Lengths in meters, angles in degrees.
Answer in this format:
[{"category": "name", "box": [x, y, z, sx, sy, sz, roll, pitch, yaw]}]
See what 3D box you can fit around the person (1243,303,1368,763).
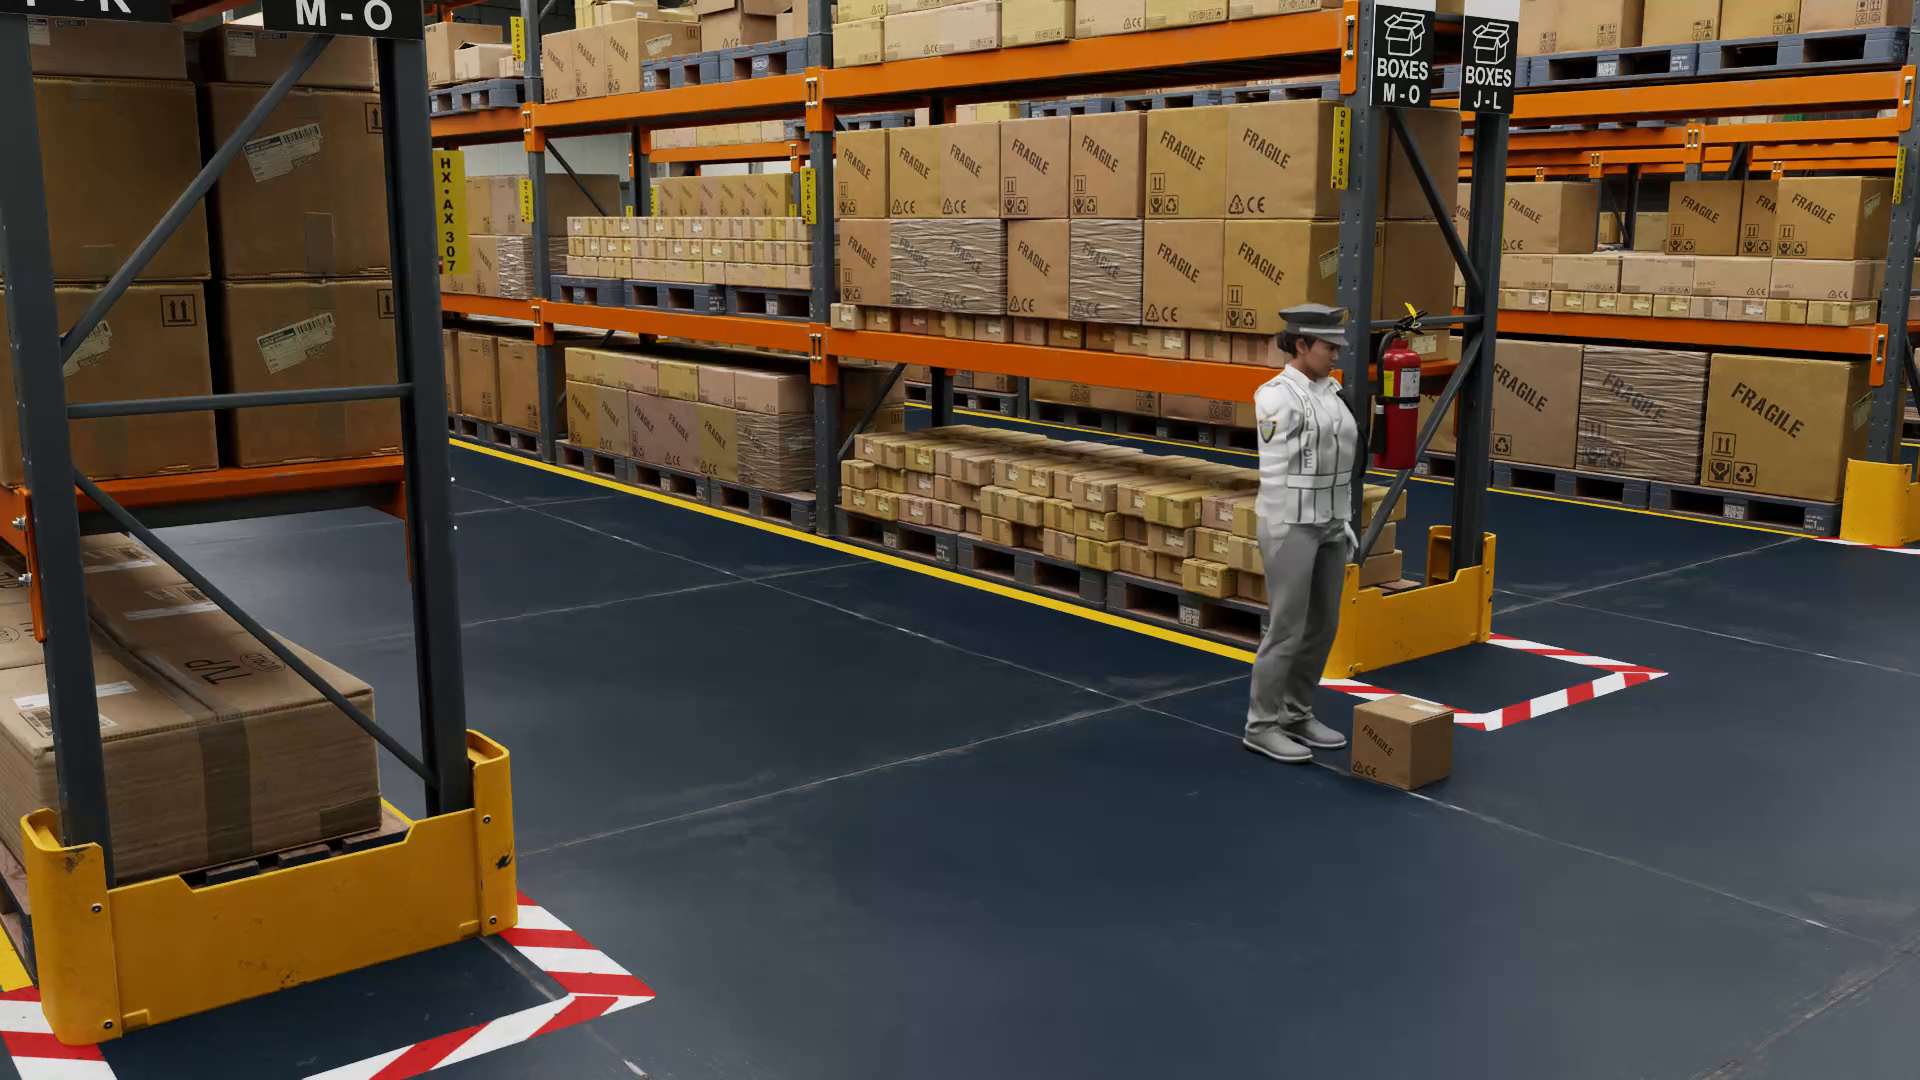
[{"category": "person", "box": [1.280, -0.033, 6.117, 0.469, 1.662, 0.328, -10, 15, -42]}]
